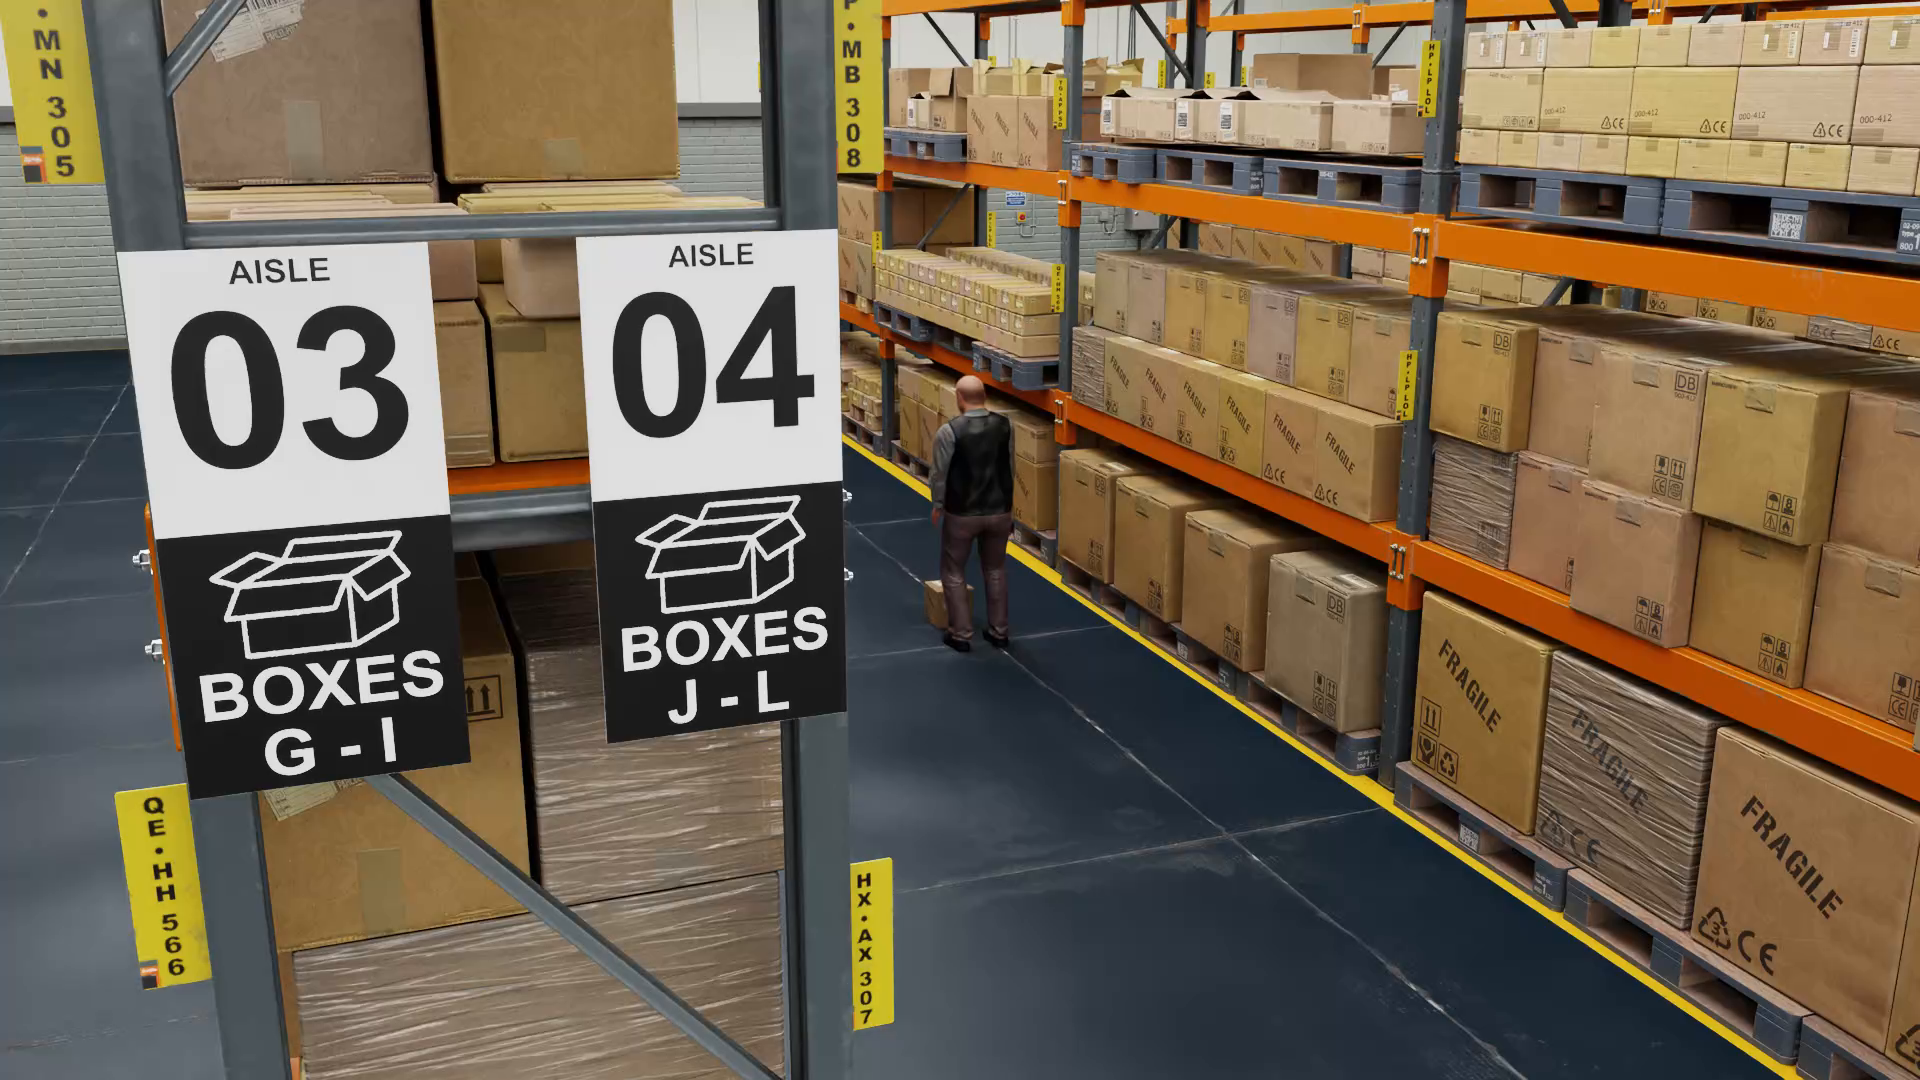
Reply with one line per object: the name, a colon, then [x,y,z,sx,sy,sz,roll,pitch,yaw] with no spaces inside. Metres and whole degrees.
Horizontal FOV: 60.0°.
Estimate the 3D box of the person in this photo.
person: [0.080,-0.158,10.201,0.546,1.697,0.385,-5,16,-19]
